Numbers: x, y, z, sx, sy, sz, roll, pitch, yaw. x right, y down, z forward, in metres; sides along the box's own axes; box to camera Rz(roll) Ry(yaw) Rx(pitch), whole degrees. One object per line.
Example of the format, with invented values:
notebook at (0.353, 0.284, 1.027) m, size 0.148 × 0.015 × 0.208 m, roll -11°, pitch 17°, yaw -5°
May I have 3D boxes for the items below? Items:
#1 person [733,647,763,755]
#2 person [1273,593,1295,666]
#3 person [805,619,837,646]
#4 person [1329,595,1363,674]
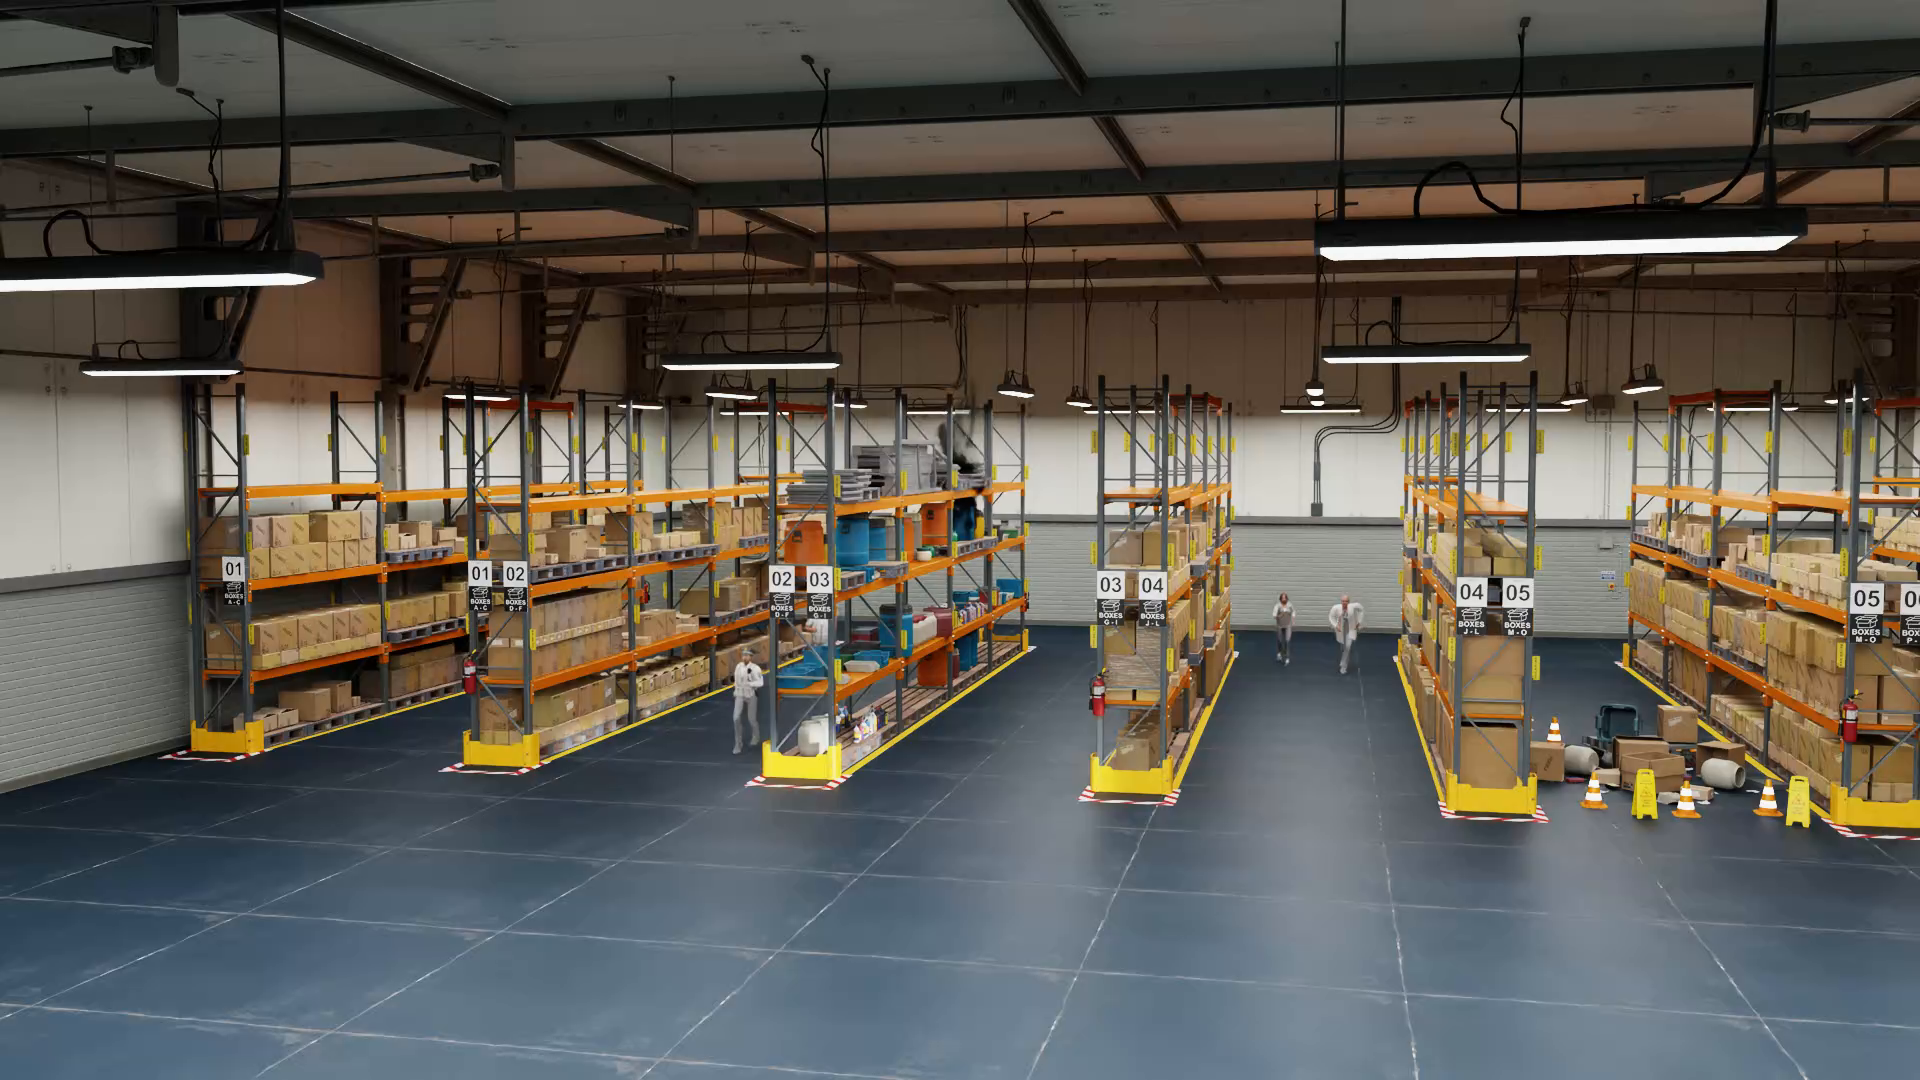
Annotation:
person at (-3.473, 2.606, 27.193) m, size 0.597 × 1.755 × 0.775 m, roll 1°, pitch 3°, yaw 14°
person at (7.394, 2.027, 37.972) m, size 0.528 × 1.613 × 0.845 m, roll 0°, pitch 3°, yaw 6°
person at (-2.896, 2.119, 34.642) m, size 0.659 × 1.804 × 0.946 m, roll 0°, pitch 3°, yaw -1°
person at (8.545, 2.074, 36.828) m, size 0.747 × 1.745 × 1.092 m, roll 1°, pitch 3°, yaw 12°
